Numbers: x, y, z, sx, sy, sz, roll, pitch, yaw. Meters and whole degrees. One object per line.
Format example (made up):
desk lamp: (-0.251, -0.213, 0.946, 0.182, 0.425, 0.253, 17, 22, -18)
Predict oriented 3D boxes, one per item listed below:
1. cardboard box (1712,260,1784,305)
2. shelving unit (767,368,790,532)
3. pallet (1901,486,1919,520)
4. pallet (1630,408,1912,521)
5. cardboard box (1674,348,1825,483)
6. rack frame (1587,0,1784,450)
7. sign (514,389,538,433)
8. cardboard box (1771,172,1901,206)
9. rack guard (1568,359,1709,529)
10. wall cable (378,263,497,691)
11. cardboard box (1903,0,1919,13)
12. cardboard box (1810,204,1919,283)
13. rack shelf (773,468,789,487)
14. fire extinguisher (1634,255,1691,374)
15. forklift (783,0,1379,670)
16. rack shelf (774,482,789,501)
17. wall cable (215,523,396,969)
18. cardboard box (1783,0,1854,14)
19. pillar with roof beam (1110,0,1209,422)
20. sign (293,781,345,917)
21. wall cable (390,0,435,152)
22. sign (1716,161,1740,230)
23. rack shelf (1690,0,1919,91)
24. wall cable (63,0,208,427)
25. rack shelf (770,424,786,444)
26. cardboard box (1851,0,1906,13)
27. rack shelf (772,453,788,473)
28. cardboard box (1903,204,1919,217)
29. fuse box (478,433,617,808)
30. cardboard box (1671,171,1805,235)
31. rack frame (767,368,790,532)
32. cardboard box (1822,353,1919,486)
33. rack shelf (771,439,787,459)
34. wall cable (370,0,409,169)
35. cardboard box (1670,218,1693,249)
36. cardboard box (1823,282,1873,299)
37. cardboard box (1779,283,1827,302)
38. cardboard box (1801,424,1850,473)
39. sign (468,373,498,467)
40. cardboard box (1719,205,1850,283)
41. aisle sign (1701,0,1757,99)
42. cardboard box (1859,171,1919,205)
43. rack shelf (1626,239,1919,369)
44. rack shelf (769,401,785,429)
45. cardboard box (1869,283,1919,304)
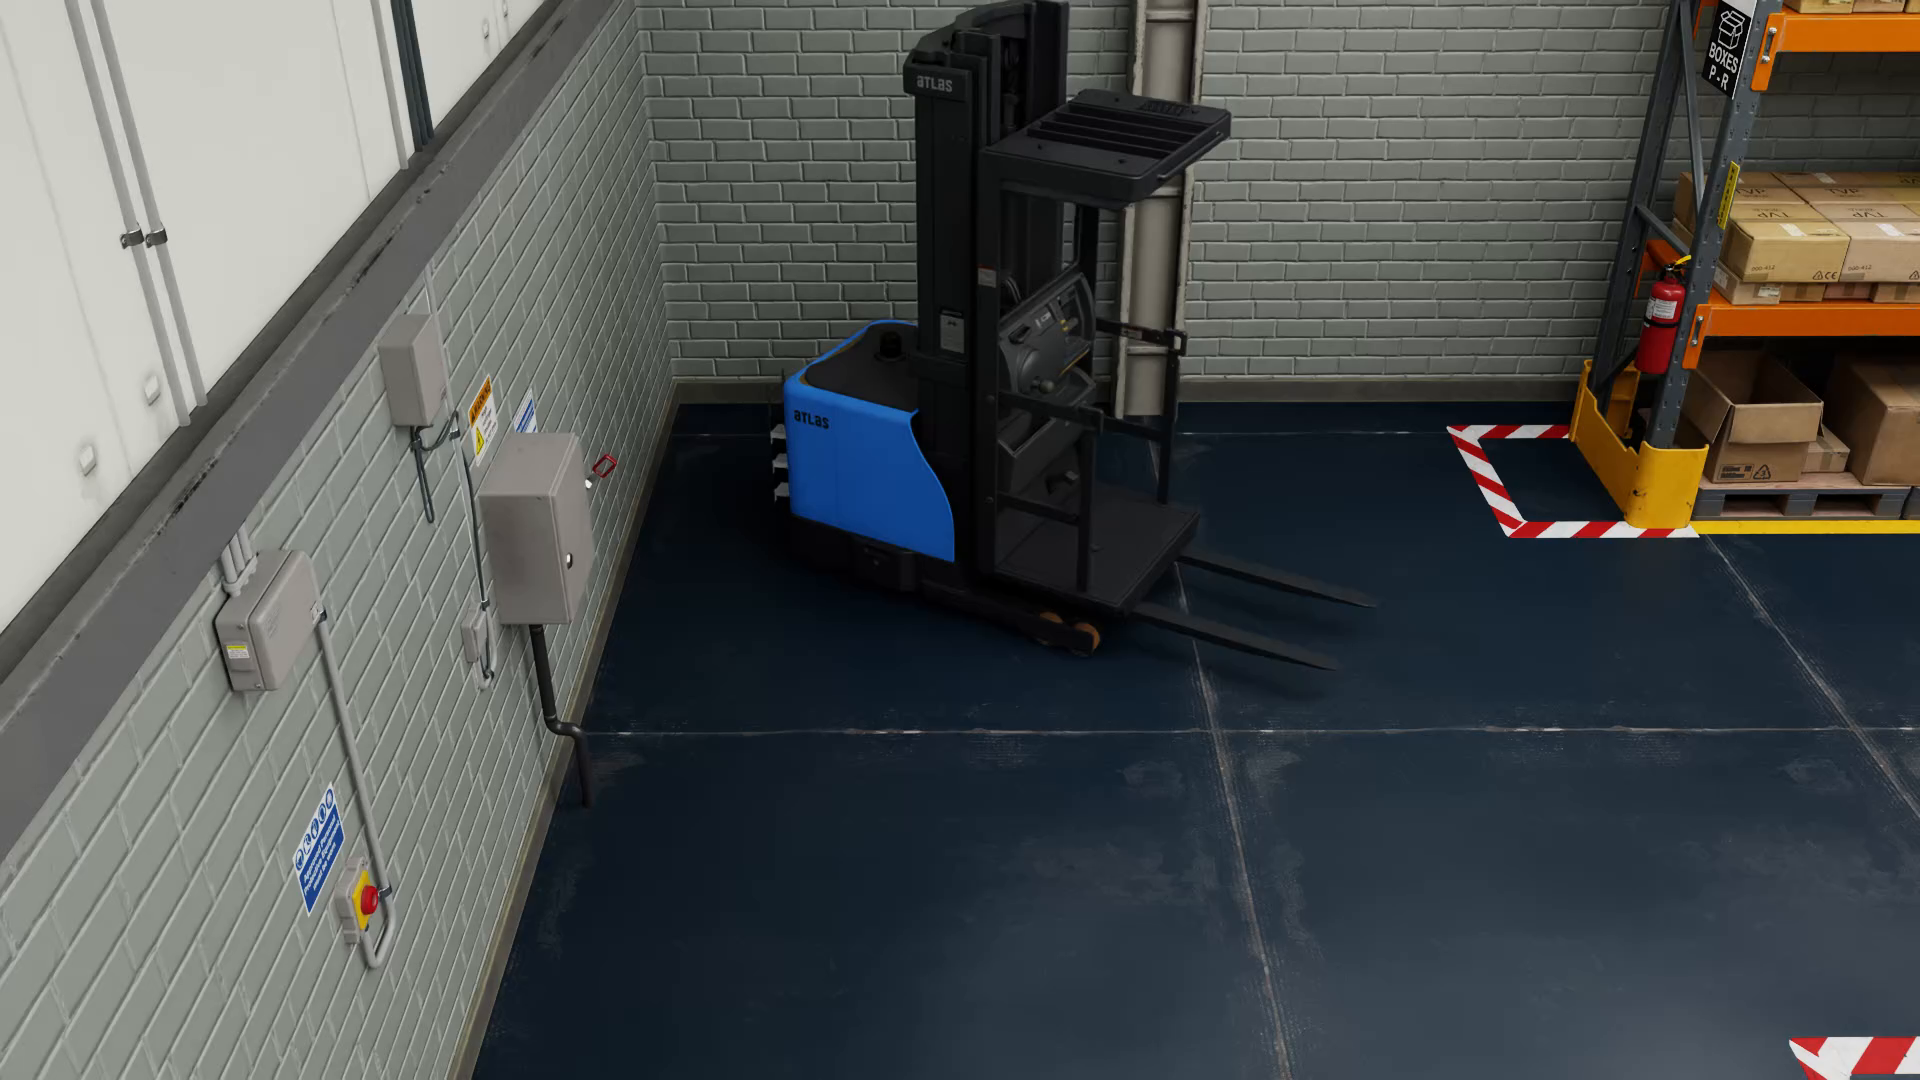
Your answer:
cardboard box: (4.198, -1.400, 8.908, 0.250, 0.149, 0.380, 0, 31, -1)
shelving unit: (-0.896, -0.477, 9.169, 0.210, 0.900, 0.258, 8, 32, 13)
pallet: (5.958, -0.462, 9.808, 1.213, 0.211, 1.003, 0, 31, 0)
pallet: (4.741, -0.459, 9.804, 1.213, 0.211, 1.003, 0, 31, 0)
cardboard box: (4.480, -0.714, 9.536, 0.637, 0.503, 0.797, -1, 31, -2)
rack frame: (3.868, -1.649, 9.075, 0.127, 3.000, 1.000, 0, 31, 0)
sign: (-1.814, -0.349, 7.025, 0.001, 0.494, 0.329, 0, 31, 0)
cardboard box: (4.842, -1.852, 9.268, 0.500, 0.250, 0.500, 0, 31, 0)
rack guard: (3.944, -0.580, 9.724, 0.348, 0.500, 1.175, 0, 31, 0)
wall cable: (-1.757, -0.214, 5.732, 0.122, 1.984, 0.588, 0, 31, 0)
cardboard box: (4.707, -2.710, 8.176, 0.250, 0.149, 0.380, 0, 31, 0)
cardboard box: (4.827, -1.575, 8.812, 0.500, 0.250, 0.500, 0, 31, 0)
rack shelf: (-0.896, -0.371, 9.233, 0.200, 0.077, 0.258, 8, 32, 13)
fire extinguisher: (3.723, -1.216, 8.796, 0.183, 0.674, 0.296, 0, 31, 0)
forklift: (0.612, -0.989, 8.054, 3.031, 2.935, 1.130, 16, 35, 25)
rack shelf: (-0.896, -0.295, 9.279, 0.200, 0.077, 0.258, 8, 32, 13)
wall cable: (-1.737, 0.508, 4.511, 0.123, 1.953, 0.585, 0, 31, 0)
cardboard box: (4.188, -2.704, 8.165, 0.250, 0.149, 0.380, 0, 31, 1)
pillar with roof beam: (1.192, -2.439, 4.595, 0.400, 9.000, 9.100, 0, 31, 0)
sign: (-1.798, 0.866, 4.671, 0.001, 0.218, 0.327, 0, 31, 0)
wall cable: (-1.766, -3.326, 6.021, 0.133, 3.039, 2.988, 0, 31, 0)
sign: (3.871, -1.737, 8.387, 0.005, 0.325, 0.100, 0, 31, 0)
rack shelf: (5.868, -2.630, 8.494, 4.000, 0.370, 1.077, 0, 31, 0)
wall cable: (-1.785, -1.475, 3.005, 0.029, 3.000, 0.463, 0, 31, 0)
rack shelf: (-0.896, -0.602, 9.092, 0.200, 0.077, 0.258, 8, 32, 13)
cardboard box: (4.450, -2.718, 8.189, 0.250, 0.149, 0.380, 0, 31, 1)
rack shelf: (-0.896, -0.448, 9.186, 0.200, 0.077, 0.258, 8, 32, 13)
cardboard box: (5.334, -1.578, 8.817, 0.500, 0.250, 0.500, -1, 31, -1)
fuse box: (-1.604, 0.417, 6.914, 0.414, 1.711, 0.539, 0, 31, 0)
cardboard box: (4.326, -1.851, 9.266, 0.500, 0.250, 0.500, 1, 31, 1)
rack frame: (-0.994, -0.491, 9.192, 0.006, 0.900, 0.240, 8, 32, 13)
cardboard box: (5.335, -0.695, 9.508, 0.500, 0.500, 0.700, 1, 31, 2)
rack shelf: (-0.896, -0.525, 9.139, 0.200, 0.077, 0.258, 8, 32, 13)
wall cable: (-1.787, -1.865, 3.648, 0.029, 3.000, 2.355, 0, 31, 0)
cardboard box: (4.198, -1.681, 9.372, 0.250, 0.149, 0.380, -1, 31, -1)
cardboard box: (4.715, -1.444, 8.980, 0.250, 0.149, 0.380, -1, 31, -1)
cardboard box: (4.452, -1.425, 8.949, 0.250, 0.149, 0.380, 1, 31, 1)
cardboard box: (4.905, -0.543, 9.597, 0.250, 0.149, 0.380, -1, 31, -2)
sign: (-1.811, -0.458, 6.317, 0.001, 0.242, 0.339, 0, 31, 0)
cardboard box: (4.323, -1.573, 8.809, 0.500, 0.250, 0.500, 0, 31, 0)
aisle sign: (3.801, -2.607, 8.150, 0.004, 0.787, 0.394, 0, 31, 0)
cardboard box: (5.337, -1.851, 9.267, 0.500, 0.250, 0.500, 1, 31, 1)
rack shelf: (5.868, -1.347, 9.272, 4.000, 0.370, 1.077, 0, 31, 0)
rack shelf: (-0.896, -0.679, 9.046, 0.200, 0.077, 0.258, 8, 32, 13)
cardboard box: (4.968, -1.413, 8.929, 0.250, 0.149, 0.380, 1, 31, 1)
